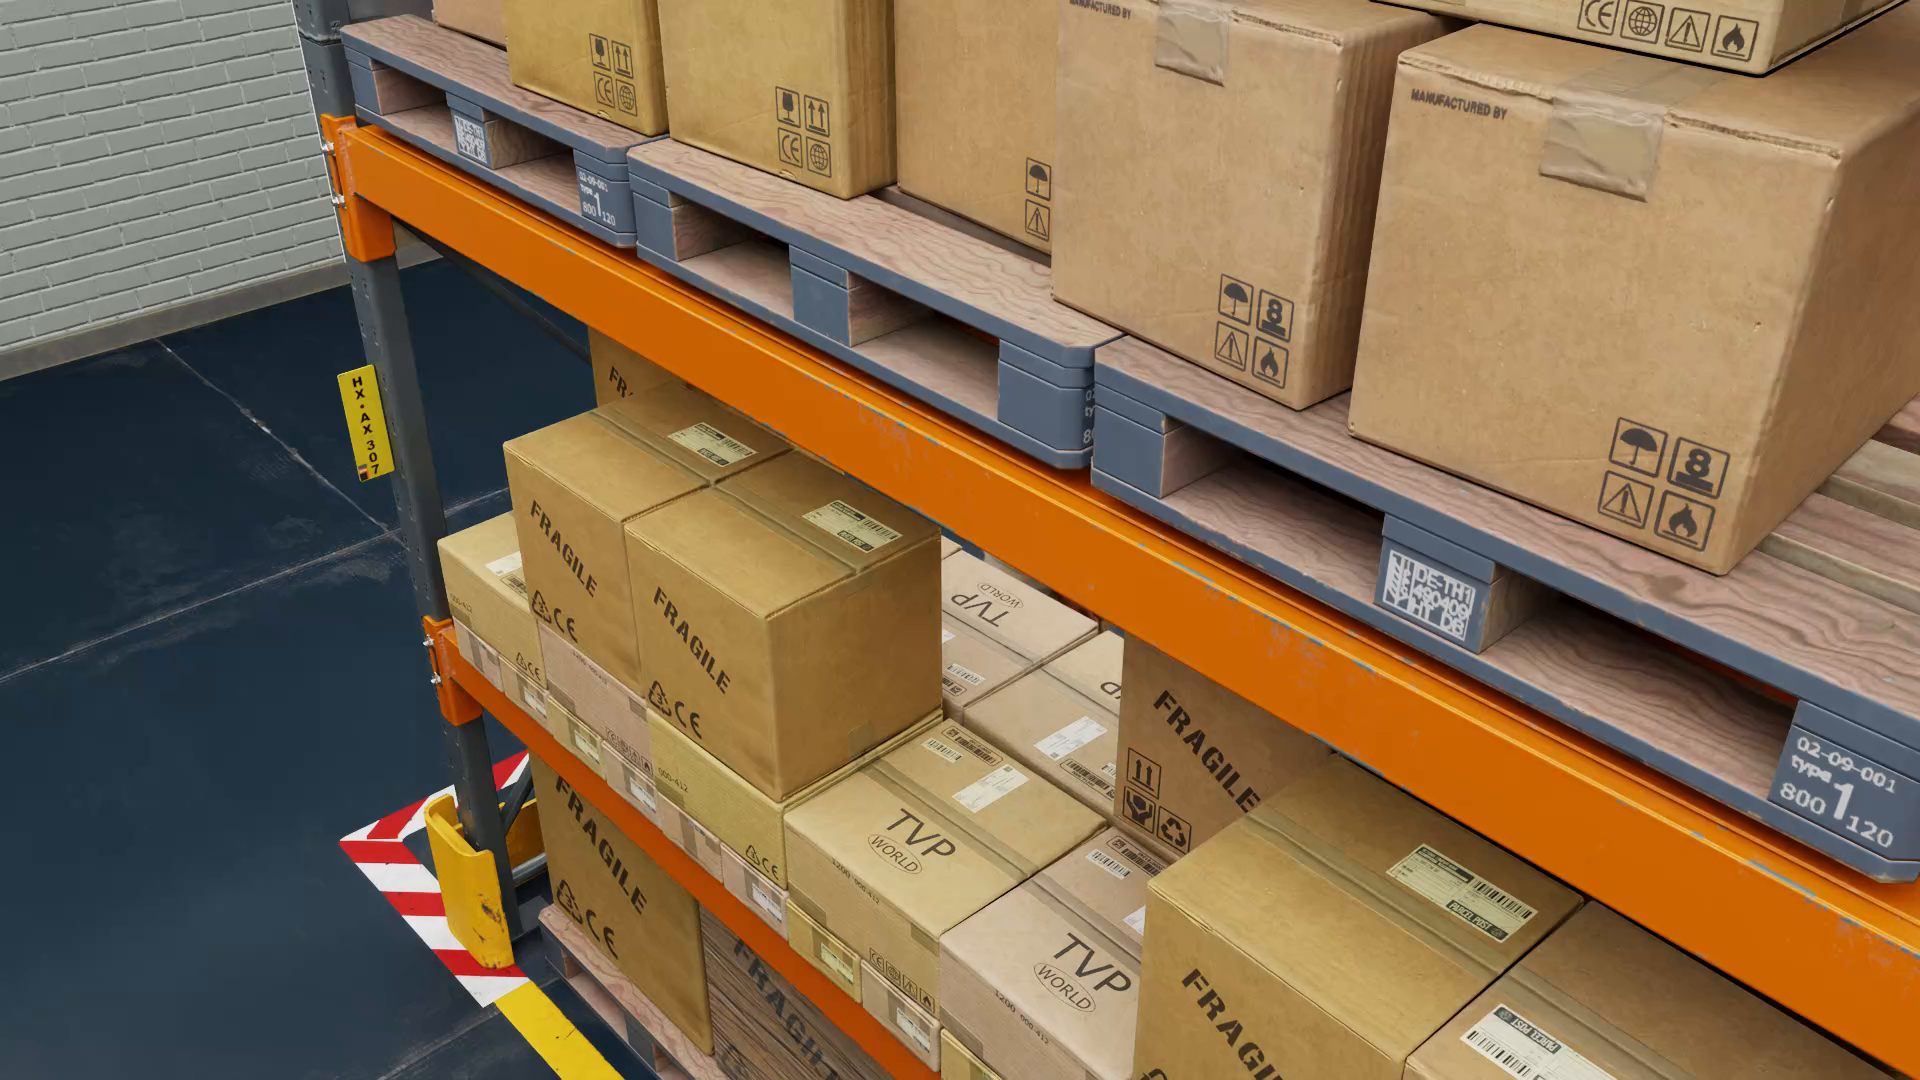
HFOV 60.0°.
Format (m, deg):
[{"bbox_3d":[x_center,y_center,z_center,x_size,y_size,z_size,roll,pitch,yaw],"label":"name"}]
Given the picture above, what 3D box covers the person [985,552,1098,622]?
[{"bbox_3d":[0.381,0.149,5.871,0.504,1.762,0.563,-26,40,-35],"label":"person"}]
